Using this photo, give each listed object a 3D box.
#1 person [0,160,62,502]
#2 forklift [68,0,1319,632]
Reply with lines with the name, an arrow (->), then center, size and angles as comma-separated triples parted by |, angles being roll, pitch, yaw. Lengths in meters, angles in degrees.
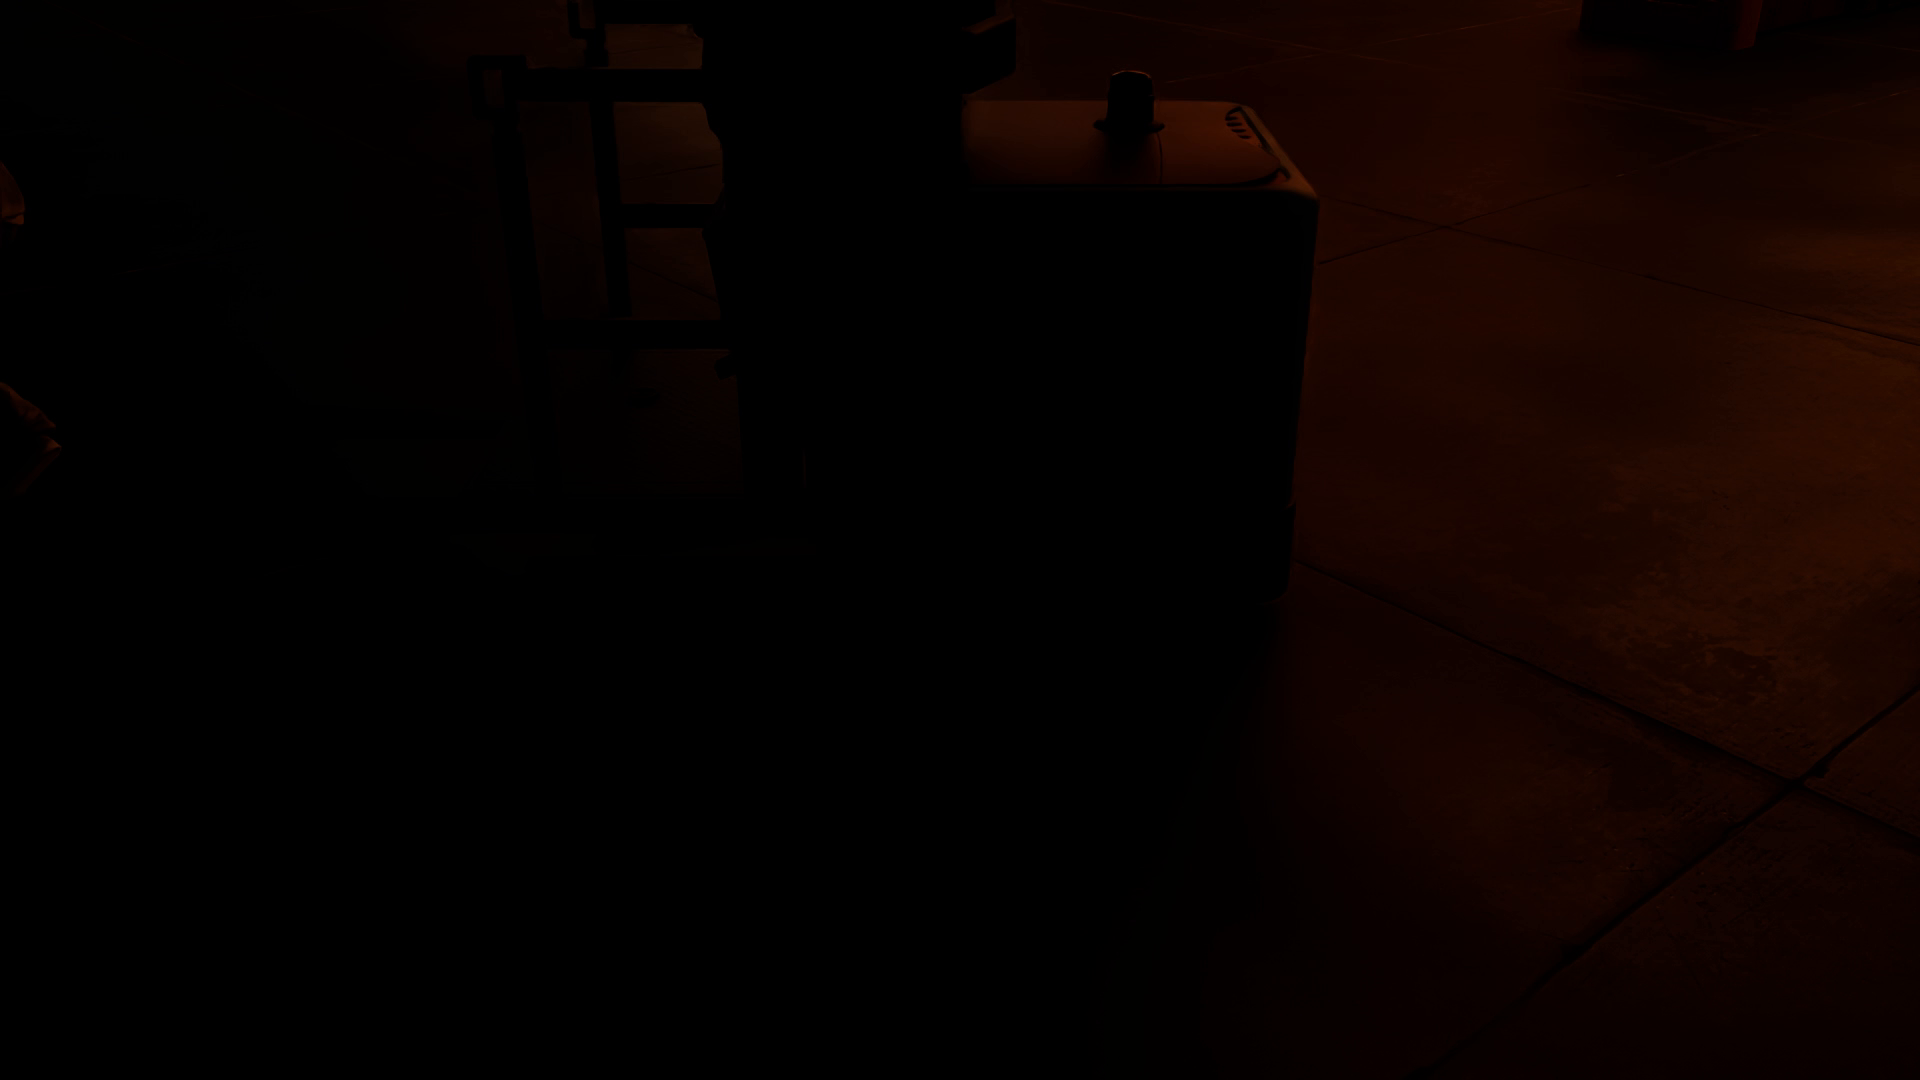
person -> -2.855, -0.887, 4.622 | 0.588, 1.537, 0.727 | -1, 26, -1
forklift -> -0.705, -1.326, 3.876 | 3.031, 2.935, 1.130 | 0, 26, 0
